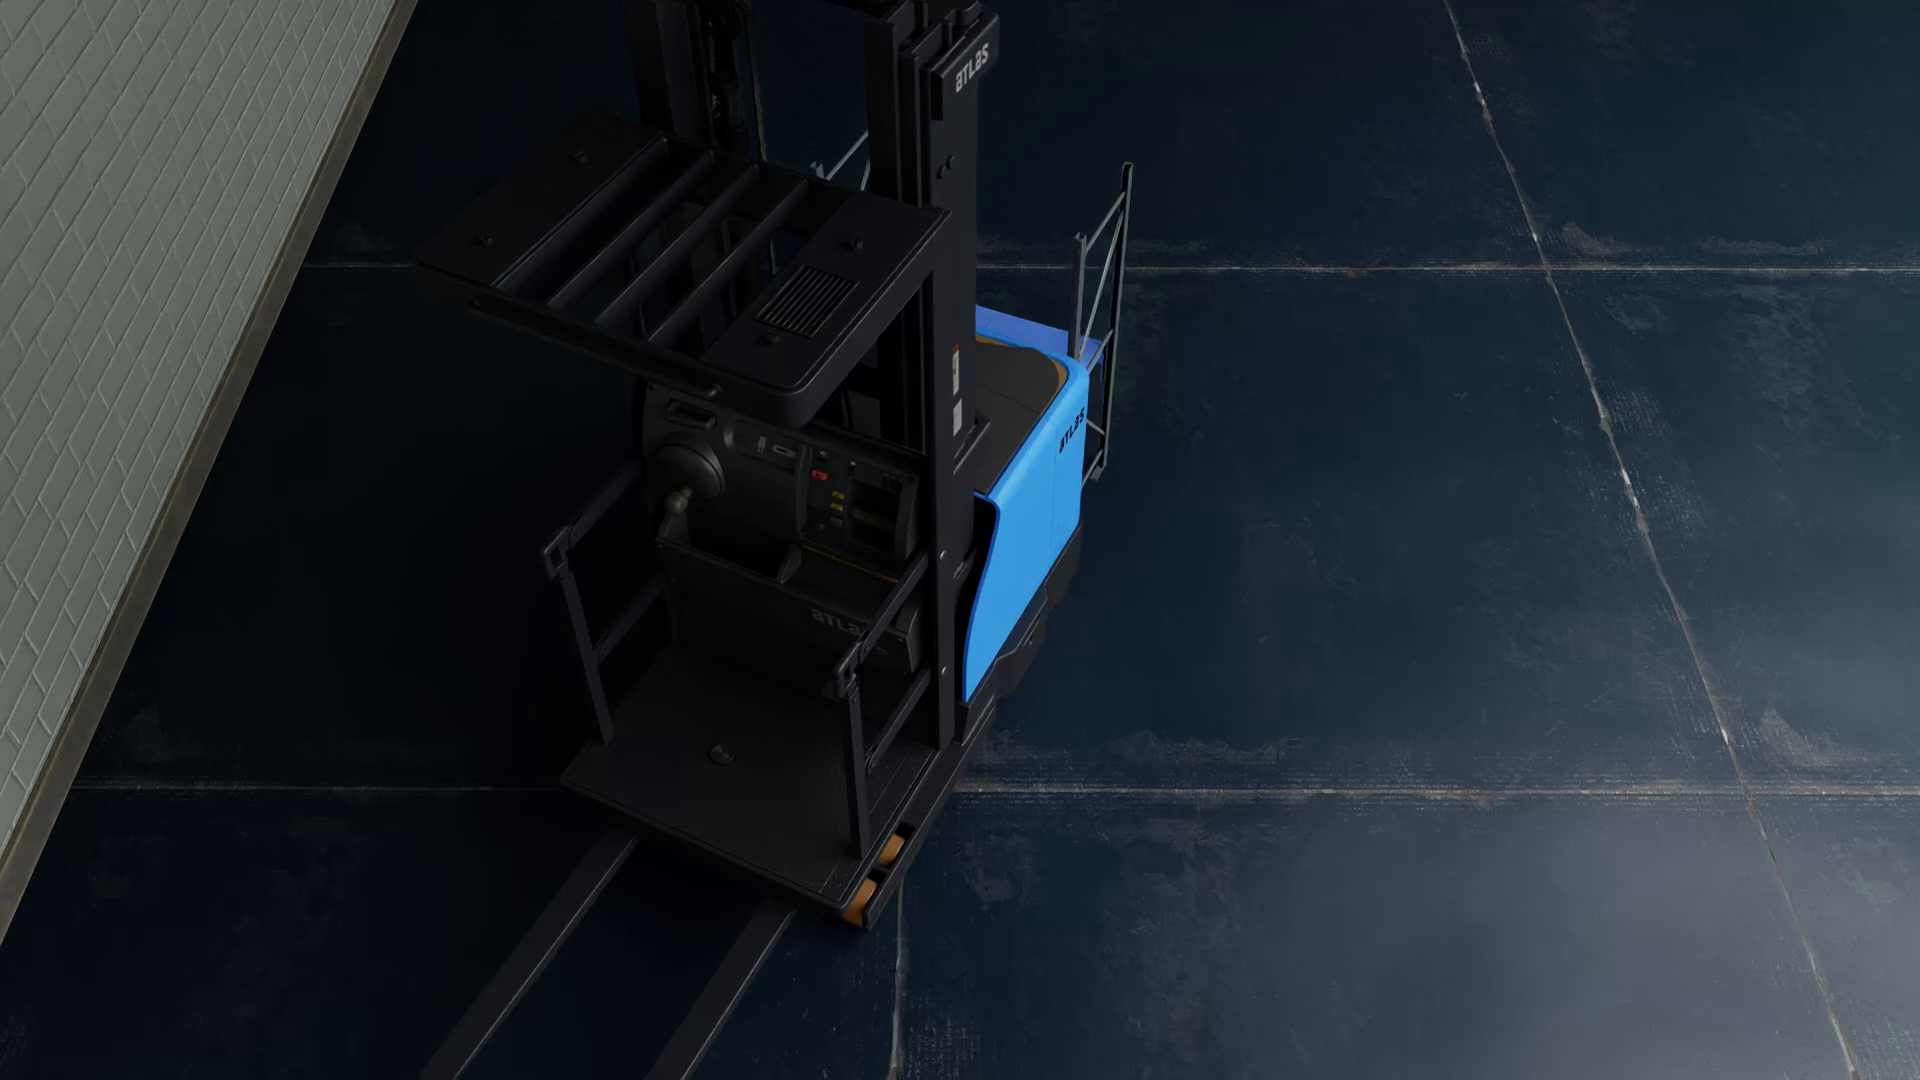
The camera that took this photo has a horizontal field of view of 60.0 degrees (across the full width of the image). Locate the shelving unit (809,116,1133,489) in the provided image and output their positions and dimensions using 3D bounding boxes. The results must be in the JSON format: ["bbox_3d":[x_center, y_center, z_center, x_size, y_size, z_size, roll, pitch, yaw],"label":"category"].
[{"bbox_3d":[0.041,-0.829,6.497,1.048,1.500,0.538,18,50,16],"label":"shelving unit"}]

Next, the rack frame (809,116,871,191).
[{"bbox_3d":[-0.422,-0.983,6.640,0.032,1.500,0.500,18,50,16],"label":"rack frame"}]

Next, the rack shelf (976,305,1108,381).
[{"bbox_3d":[0.041,-0.706,6.628,1.000,0.185,0.538,18,50,16],"label":"rack shelf"}]

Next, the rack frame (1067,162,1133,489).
[{"bbox_3d":[0.504,-0.675,6.354,0.032,1.500,0.500,18,50,16],"label":"rack frame"}]

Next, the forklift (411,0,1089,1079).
[{"bbox_3d":[-0.639,-0.089,4.831,1.130,2.935,3.031,20,50,18],"label":"forklift"}]
